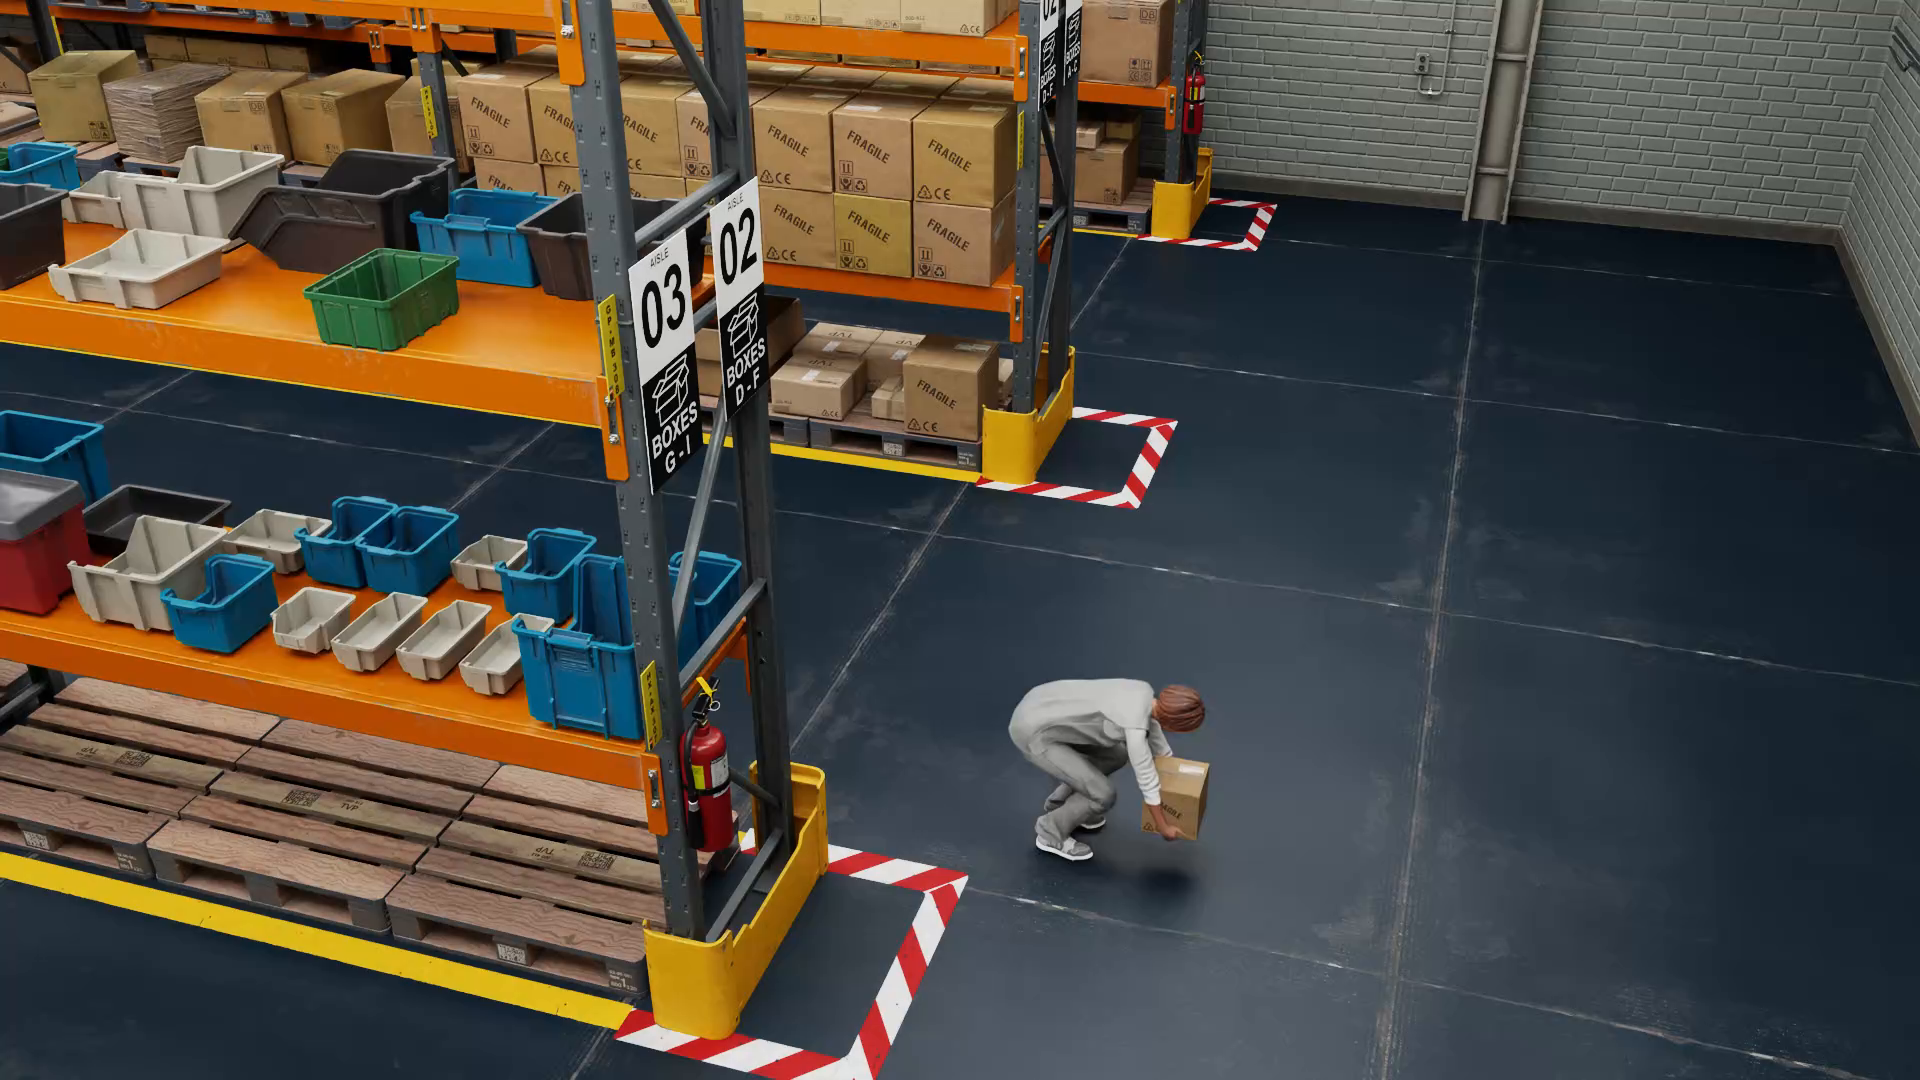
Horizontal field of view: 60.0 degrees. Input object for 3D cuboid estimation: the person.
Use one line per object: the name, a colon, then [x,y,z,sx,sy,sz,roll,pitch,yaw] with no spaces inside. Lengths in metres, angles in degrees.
person: [0.643,1.001,7.450,0.854,0.901,0.432,7,30,13]
